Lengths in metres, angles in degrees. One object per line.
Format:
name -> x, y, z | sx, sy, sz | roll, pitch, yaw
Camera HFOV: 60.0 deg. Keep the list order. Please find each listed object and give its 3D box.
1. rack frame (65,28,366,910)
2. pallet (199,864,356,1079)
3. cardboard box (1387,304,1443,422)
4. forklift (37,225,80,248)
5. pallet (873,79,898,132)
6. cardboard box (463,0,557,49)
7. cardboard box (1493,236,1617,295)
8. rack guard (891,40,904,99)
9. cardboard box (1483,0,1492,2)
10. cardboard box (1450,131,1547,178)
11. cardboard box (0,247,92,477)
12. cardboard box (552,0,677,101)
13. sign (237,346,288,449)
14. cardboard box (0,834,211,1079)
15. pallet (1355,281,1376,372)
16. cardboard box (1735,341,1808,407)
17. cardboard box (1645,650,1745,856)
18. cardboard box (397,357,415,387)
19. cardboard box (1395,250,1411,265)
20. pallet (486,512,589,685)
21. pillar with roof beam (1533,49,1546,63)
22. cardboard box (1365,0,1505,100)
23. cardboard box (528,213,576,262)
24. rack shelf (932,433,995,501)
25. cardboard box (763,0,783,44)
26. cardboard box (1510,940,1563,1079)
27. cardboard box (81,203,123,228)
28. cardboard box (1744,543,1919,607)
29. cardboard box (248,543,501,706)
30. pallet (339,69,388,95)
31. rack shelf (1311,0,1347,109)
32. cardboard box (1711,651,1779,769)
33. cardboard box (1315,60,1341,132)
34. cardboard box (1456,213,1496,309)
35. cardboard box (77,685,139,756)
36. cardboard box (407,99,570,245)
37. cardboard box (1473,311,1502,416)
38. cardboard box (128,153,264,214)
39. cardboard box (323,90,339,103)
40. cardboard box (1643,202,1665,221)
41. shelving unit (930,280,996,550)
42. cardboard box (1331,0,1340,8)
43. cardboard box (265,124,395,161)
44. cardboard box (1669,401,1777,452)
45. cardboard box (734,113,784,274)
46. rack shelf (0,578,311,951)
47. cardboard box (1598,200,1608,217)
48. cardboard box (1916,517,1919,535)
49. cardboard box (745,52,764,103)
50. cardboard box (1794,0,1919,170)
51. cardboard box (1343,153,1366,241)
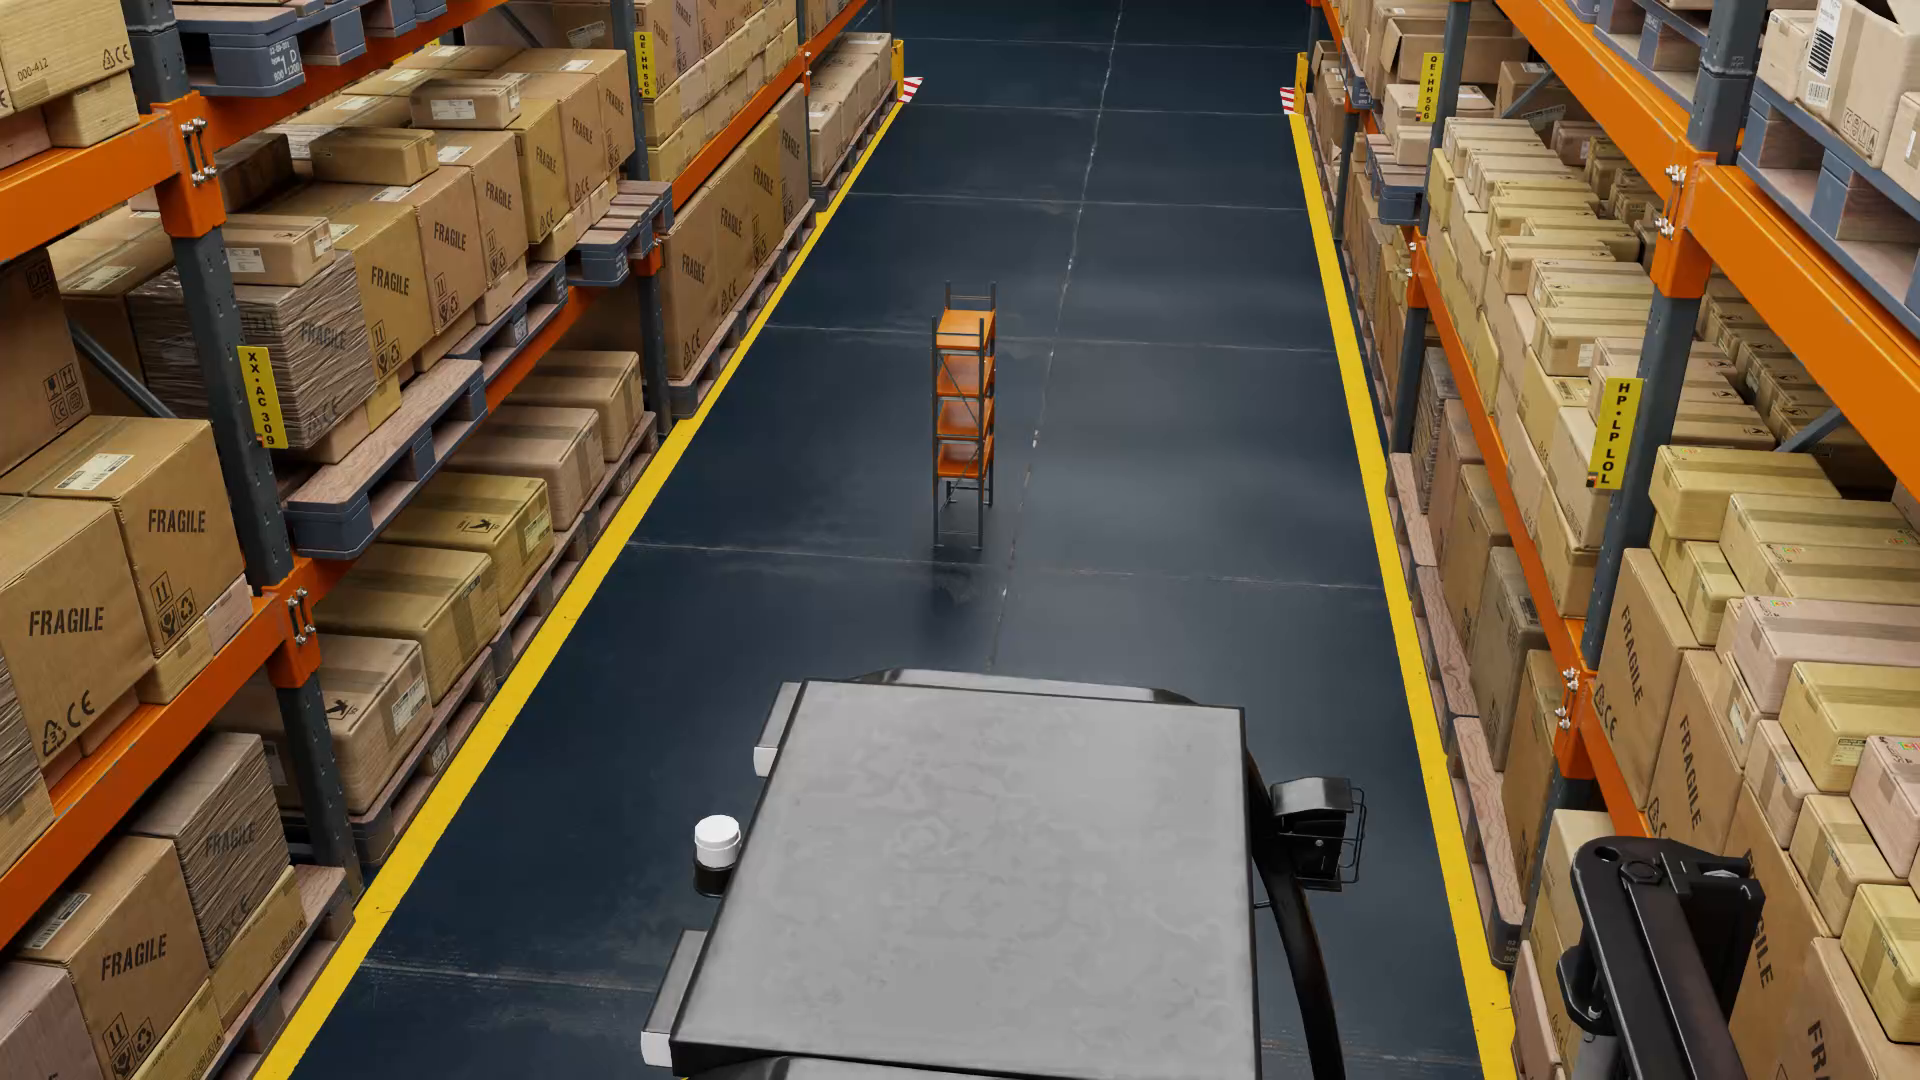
rack frame -> -2.622, -0.070, 5.217 | 1.000, 3.000, 0.127 | 3, 28, 6
pallet -> -2.669, 1.476, 5.288 | 1.003, 0.211, 1.213 | 3, 28, 6
cardboard box -> 2.633, -0.962, 9.066 | 0.500, 0.500, 0.500 | 4, 29, 8
forklift -> -4.752, -1.233, 7.449 | 1.130, 2.935, 3.031 | 4, 29, 7
pallet -> -1.172, -4.110, 15.657 | 1.003, 0.211, 1.213 | 3, 28, 6
cardboard box -> -2.328, -2.696, 8.931 | 0.500, 0.500, 0.500 | 3, 28, 5
cardboard box -> 2.209, -1.019, 6.190 | 0.380, 0.149, 0.250 | 3, 28, 5
rack guard -> -1.149, -4.629, 16.316 | 1.175, 0.500, 0.348 | 3, 28, 6
cardboard box -> 3.614, -3.831, 12.044 | 0.500, 0.250, 0.500 | 3, 28, 6
cardboard box -> 2.432, -1.737, 7.523 | 0.380, 0.149, 0.250 | 4, 29, 7
cardboard box -> -2.891, -0.491, 4.525 | 0.700, 0.500, 0.500 | 3, 28, 6
cardboard box -> -1.829, -2.655, 8.856 | 0.500, 0.500, 0.500 | 2, 28, 5
sign -> -2.083, -0.423, 4.960 | 0.100, 0.325, 0.005 | 3, 28, 6
cardboard box -> -2.489, 1.159, 4.602 | 0.500, 0.500, 0.500 | 4, 29, 7
pallet -> 3.076, -1.360, 10.553 | 1.003, 0.211, 1.213 | 3, 28, 6
cardboard box -> 2.677, -0.507, 5.239 | 0.380, 0.149, 0.250 | 3, 28, 6
cardboard box -> 1.944, 0.613, 3.845 | 0.500, 0.500, 0.500 | 4, 29, 7
cardboard box -> -2.243, -0.641, 6.099 | 0.380, 0.149, 0.250 | 5, 29, 9
cardboard box -> 2.683, -1.535, 9.446 | 0.380, 0.149, 0.250 | 2, 28, 5
pallet -> -2.381, 0.215, 7.628 | 1.003, 0.211, 1.213 | 3, 28, 6
pillar with roof beam -> -0.008, -6.716, 11.228 | 9.100, 9.000, 0.400 | 3, 28, 6
cardboard box -> 2.844, -2.950, 10.015 | 0.700, 0.500, 0.500 | 3, 28, 6
cardboard box -> -1.945, -1.359, 7.432 | 0.380, 0.149, 0.250 | 4, 29, 7
rack shelf -> 0.020, -0.372, 8.236 | 0.258, 0.148, 0.480 | 3, 28, 6
cardboard box -> -1.508, -3.532, 11.275 | 0.500, 0.250, 0.500 | 4, 29, 7
cardboard box -> 1.917, 1.451, 4.851 | 0.500, 0.250, 0.500 | 4, 29, 7
cardboard box -> -6.471, -2.556, 12.024 | 0.500, 0.500, 0.500 | 3, 28, 5
cardboard box -> 2.006, 0.138, 3.729 | 0.380, 0.149, 0.250 | 3, 28, 5
cardboard box -> -2.476, 0.316, 6.828 | 0.950, 0.372, 0.625 | 5, 29, 9
pallet -> -6.221, -4.315, 16.037 | 1.003, 0.211, 1.213 | 3, 28, 6
rack shelf -> 3.530, -4.174, 13.593 | 1.077, 0.370, 4.000 | 3, 28, 6
cardboard box -> 1.866, 0.380, 3.593 | 0.380, 0.149, 0.250 | 4, 29, 7
cardboard box -> 3.463, -3.834, 14.396 | 0.700, 0.500, 0.500 | 4, 29, 8
cardboard box -> 2.353, -1.145, 6.843 | 0.500, 0.250, 0.500 | 3, 28, 5
cardboard box -> -2.492, 0.446, 4.525 | 0.380, 0.149, 0.250 | 3, 29, 6
cardboard box -> -2.025, -1.601, 7.197 | 0.500, 0.500, 0.500 | 1, 28, 3
cardboard box -> 2.310, -0.682, 6.512 | 0.500, 0.250, 0.500 | 4, 29, 8
cardboard box -> -2.718, -1.271, 5.901 | 0.380, 0.149, 0.250 | 3, 28, 5
cardboard box -> -5.970, -4.142, 15.338 | 0.380, 0.149, 0.250 | 2, 28, 4
cardboard box -> 2.925, -1.222, 6.567 | 0.380, 0.149, 0.250 | 3, 28, 5
shelving unit -> 0.020, -0.606, 8.110 | 0.258, 1.200, 0.503 | 3, 28, 6
cardboard box -> 3.243, -4.454, 13.619 | 0.380, 0.149, 0.250 | 4, 29, 7
cardboard box -> -2.601, -1.383, 6.793 | 0.500, 0.500, 0.500 | 2, 28, 4
cardboard box -> 2.126, -0.287, 4.830 | 0.380, 0.149, 0.250 | 4, 29, 8
cardboard box -> -1.741, -2.363, 11.271 | 0.875, 0.875, 0.875 | 4, 29, 8
rack shelf -> -2.867, 1.188, 3.640 | 1.077, 0.370, 4.000 | 3, 28, 6
cardboard box -> 2.955, -1.352, 7.228 | 0.500, 0.250, 0.500 | 4, 29, 7
cardboard box -> 2.494, 0.040, 3.911 | 0.380, 0.149, 0.250 | 3, 28, 5
cardboard box -> -1.591, -3.068, 10.940 | 0.500, 0.250, 0.500 | 3, 28, 5
cardboard box -> 1.961, -0.916, 3.171 | 0.500, 0.311, 0.500 | 4, 29, 7
cardboard box -> 3.002, -2.419, 11.770 | 0.500, 0.500, 0.500 | 5, 29, 8
